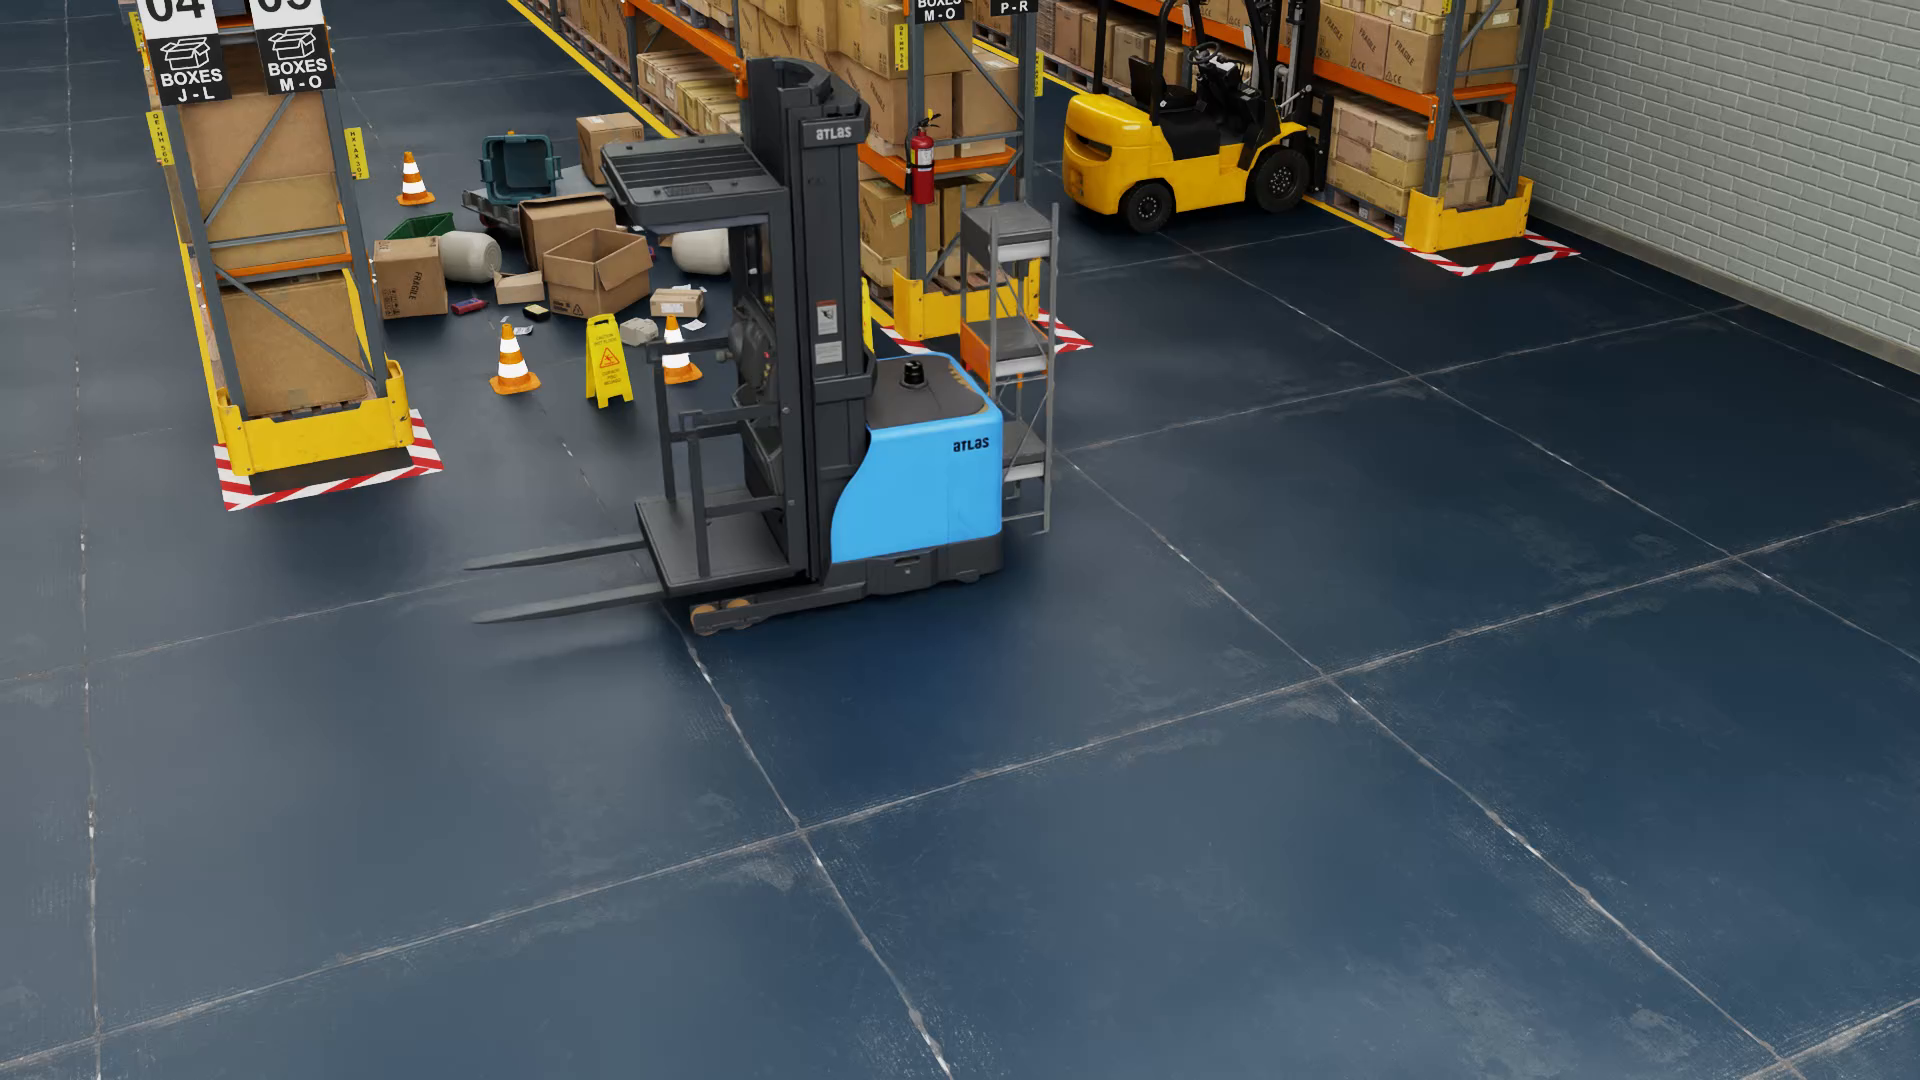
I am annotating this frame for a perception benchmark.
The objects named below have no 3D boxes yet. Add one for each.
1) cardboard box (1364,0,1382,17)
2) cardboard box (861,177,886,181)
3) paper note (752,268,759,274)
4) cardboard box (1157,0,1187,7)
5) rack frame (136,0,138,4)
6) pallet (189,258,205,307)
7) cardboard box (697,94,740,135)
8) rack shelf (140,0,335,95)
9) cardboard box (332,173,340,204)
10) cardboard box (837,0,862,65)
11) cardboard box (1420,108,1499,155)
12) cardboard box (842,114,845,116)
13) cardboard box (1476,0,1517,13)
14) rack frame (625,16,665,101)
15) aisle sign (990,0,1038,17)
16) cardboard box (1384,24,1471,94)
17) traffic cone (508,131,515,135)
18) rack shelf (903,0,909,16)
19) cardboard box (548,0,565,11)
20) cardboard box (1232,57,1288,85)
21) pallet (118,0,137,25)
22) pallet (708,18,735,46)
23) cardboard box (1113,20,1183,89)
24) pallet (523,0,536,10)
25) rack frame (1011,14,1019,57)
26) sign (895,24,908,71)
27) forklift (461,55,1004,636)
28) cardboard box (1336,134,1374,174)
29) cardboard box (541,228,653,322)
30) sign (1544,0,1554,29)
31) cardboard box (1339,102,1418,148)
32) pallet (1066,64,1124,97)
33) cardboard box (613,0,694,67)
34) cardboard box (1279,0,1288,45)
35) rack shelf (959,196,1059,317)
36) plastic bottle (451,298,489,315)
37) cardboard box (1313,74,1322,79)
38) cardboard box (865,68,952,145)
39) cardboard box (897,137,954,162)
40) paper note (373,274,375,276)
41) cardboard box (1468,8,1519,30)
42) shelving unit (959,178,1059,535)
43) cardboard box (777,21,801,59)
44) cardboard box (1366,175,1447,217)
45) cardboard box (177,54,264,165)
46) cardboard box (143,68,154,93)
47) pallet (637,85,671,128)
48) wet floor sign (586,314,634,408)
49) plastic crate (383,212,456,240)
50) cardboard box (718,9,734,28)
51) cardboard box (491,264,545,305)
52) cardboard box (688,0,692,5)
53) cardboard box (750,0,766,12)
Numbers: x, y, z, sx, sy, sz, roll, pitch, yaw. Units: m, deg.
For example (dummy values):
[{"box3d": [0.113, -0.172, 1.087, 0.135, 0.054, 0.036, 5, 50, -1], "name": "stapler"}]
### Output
[{"box3d": [3.880, -4.823, 14.992, 0.380, 0.149, 0.250, -13, 32, -22], "name": "cardboard box"}, {"box3d": [-0.718, -2.852, 13.858, 0.500, 0.500, 0.500, -12, 31, -20], "name": "cardboard box"}, {"box3d": [-1.756, -2.323, 14.335, 0.148, 0.019, 0.142, 26, 38, 38], "name": "paper note"}, {"box3d": [2.401, -5.926, 17.877, 0.500, 0.250, 0.500, -12, 32, -21], "name": "cardboard box"}, {"box3d": [-4.338, -4.545, 9.128, 1.000, 3.000, 0.127, -13, 32, -22], "name": "rack frame"}, {"box3d": [-5.800, -2.127, 13.800, 1.003, 0.211, 1.213, -13, 32, -22], "name": "pallet"}, {"box3d": [-2.167, -4.364, 17.197, 0.950, 0.372, 0.625, -11, 31, -19], "name": "cardboard box"}, {"box3d": [-5.197, -3.807, 11.613, 1.077, 0.370, 4.000, -13, 32, -22], "name": "rack shelf"}, {"box3d": [-4.921, -2.660, 11.747, 0.875, 0.550, 0.550, -13, 32, -22], "name": "cardboard box"}, {"box3d": [-0.538, -4.027, 12.909, 0.700, 0.500, 0.500, -13, 32, -22], "name": "cardboard box"}, {"box3d": [4.535, -3.728, 15.165, 0.500, 0.250, 0.500, -14, 32, -23], "name": "cardboard box"}, {"box3d": [-0.877, -3.574, 13.786, 0.380, 0.149, 0.250, -13, 32, -22], "name": "cardboard box"}, {"box3d": [4.619, -4.706, 14.479, 0.380, 0.149, 0.250, -14, 32, -23], "name": "cardboard box"}, {"box3d": [-3.345, -6.546, 18.830, 1.000, 3.000, 0.127, -13, 32, -22], "name": "rack frame"}, {"box3d": [0.396, -4.184, 11.960, 0.394, 0.787, 0.004, -13, 32, -22], "name": "aisle sign"}, {"box3d": [4.122, -4.262, 14.655, 0.500, 0.500, 0.500, -14, 32, -23], "name": "cardboard box"}, {"box3d": [-4.453, -3.845, 16.606, 0.336, 0.463, 0.334, -13, 32, -22], "name": "traffic cone"}, {"box3d": [-0.770, -4.891, 13.546, 1.077, 0.370, 4.000, -13, 32, -22], "name": "rack shelf"}, {"box3d": [-5.235, -7.679, 23.040, 0.875, 0.438, 0.875, -14, 32, -23], "name": "cardboard box"}, {"box3d": [2.988, -4.736, 16.961, 0.500, 0.250, 0.500, -13, 32, -22], "name": "cardboard box"}, {"box3d": [-8.175, -5.671, 17.466, 1.213, 0.211, 1.003, -13, 32, -22], "name": "pallet"}, {"box3d": [-1.825, -5.064, 16.383, 1.003, 0.211, 1.213, -13, 32, -22], "name": "pallet"}, {"box3d": [2.293, -5.543, 19.040, 0.875, 0.625, 0.625, -13, 32, -22], "name": "cardboard box"}, {"box3d": [-5.846, -7.989, 24.254, 1.003, 0.211, 1.213, -13, 32, -22], "name": "pallet"}, {"box3d": [1.136, -7.590, 20.692, 1.000, 3.000, 0.127, -13, 32, -22], "name": "rack frame"}, {"box3d": [-0.421, -3.548, 11.976, 0.100, 0.325, 0.005, -13, 32, -22], "name": "sign"}, {"box3d": [-1.316, -1.037, 9.076, 3.031, 2.935, 1.130, -10, 31, -17], "name": "forklift"}, {"box3d": [3.874, -3.631, 15.503, 0.500, 0.250, 0.500, -13, 32, -22], "name": "cardboard box"}, {"box3d": [-2.952, -2.168, 13.575, 0.637, 0.503, 0.797, 13, 32, 21], "name": "cardboard box"}, {"box3d": [5.074, -4.582, 14.362, 0.100, 0.325, 0.005, -13, 32, -22], "name": "sign"}, {"box3d": [3.867, -3.839, 15.361, 0.500, 0.250, 0.500, -12, 32, -21], "name": "cardboard box"}, {"box3d": [1.974, -5.464, 19.751, 1.003, 0.211, 1.213, -13, 32, -22], "name": "pallet"}, {"box3d": [-3.567, -6.125, 19.823, 0.875, 0.875, 0.875, -13, 32, -22], "name": "cardboard box"}, {"box3d": [3.265, -5.166, 16.267, 0.500, 0.500, 0.500, -13, 32, -22], "name": "cardboard box"}, {"box3d": [0.277, -1.643, 9.603, 0.431, 0.518, 0.480, -10, 31, -18], "name": "rack shelf"}, {"box3d": [-3.997, -1.917, 13.579, 0.133, 0.061, 0.283, 26, 38, 38], "name": "plastic bottle"}, {"box3d": [3.675, -4.620, 16.754, 0.500, 0.250, 0.500, -13, 32, -22], "name": "cardboard box"}, {"box3d": [-0.393, -3.368, 12.756, 0.500, 0.500, 0.500, -14, 32, -23], "name": "cardboard box"}, {"box3d": [-0.265, -3.023, 12.804, 0.380, 0.149, 0.250, -12, 31, -20], "name": "cardboard box"}, {"box3d": [-4.949, -2.294, 14.282, 0.142, 0.020, 0.147, 13, 32, 21], "name": "paper note"}, {"box3d": [4.659, -4.587, 14.571, 0.380, 0.149, 0.250, -14, 32, -23], "name": "cardboard box"}, {"box3d": [0.277, -1.045, 9.939, 0.431, 2.100, 0.503, -10, 31, -18], "name": "shelving unit"}, {"box3d": [-1.251, -4.259, 14.344, 0.500, 0.500, 0.500, -13, 32, -22], "name": "cardboard box"}, {"box3d": [4.083, -3.181, 15.212, 0.500, 0.250, 0.500, -13, 32, -22], "name": "cardboard box"}, {"box3d": [-4.782, -2.861, 11.000, 0.875, 0.550, 0.550, -13, 32, -22], "name": "cardboard box"}, {"box3d": [-7.593, -4.376, 16.831, 1.050, 0.750, 0.750, -14, 32, -23], "name": "cardboard box"}, {"box3d": [-3.011, -4.985, 18.896, 1.003, 0.211, 1.213, -13, 32, -22], "name": "pallet"}, {"box3d": [-2.538, -1.305, 11.890, 0.267, 0.644, 0.232, -19, 35, -30], "name": "wet floor sign"}, {"box3d": [-4.798, -2.692, 14.774, 0.450, 0.188, 0.662, -7, 28, 9], "name": "plastic crate"}, {"box3d": [-2.098, -5.022, 15.940, 0.380, 0.149, 0.250, -13, 32, -21], "name": "cardboard box"}, {"box3d": [-3.654, -2.130, 13.751, 0.396, 0.266, 0.258, -8, 30, -13], "name": "cardboard box"}, {"box3d": [-2.523, -5.476, 16.749, 0.380, 0.149, 0.250, -13, 32, -22], "name": "cardboard box"}, {"box3d": [-1.436, -4.919, 14.499, 0.700, 0.500, 0.500, -13, 32, -22], "name": "cardboard box"}]
